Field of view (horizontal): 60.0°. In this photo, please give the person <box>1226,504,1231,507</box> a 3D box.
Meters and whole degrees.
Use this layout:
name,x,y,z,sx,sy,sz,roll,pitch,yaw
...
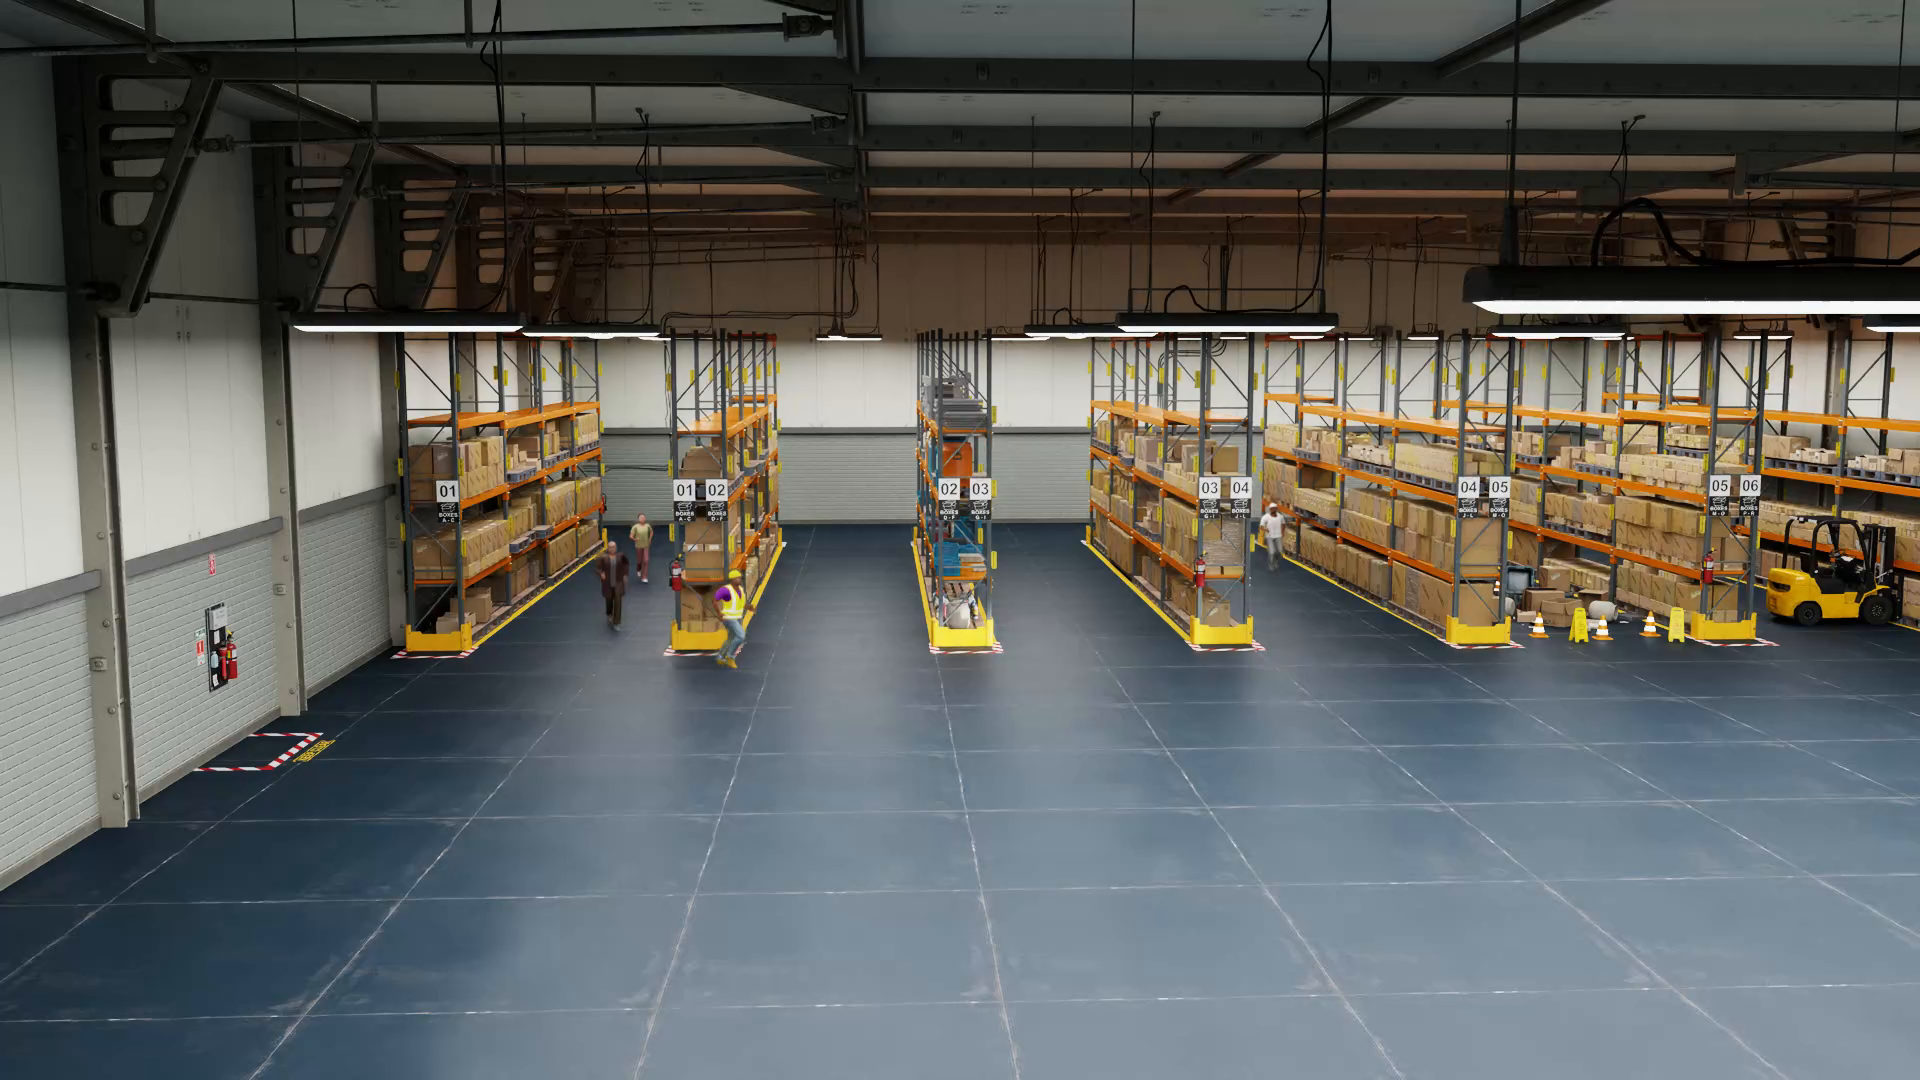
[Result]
name,x,y,z,sx,sy,sz,roll,pitch,yaw
person,7.673,-0.820,48.005,0.689,1.720,0.661,5,9,38

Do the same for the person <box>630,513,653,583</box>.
name,x,y,z,sx,sy,sz,roll,pitch,yaw
person,-7.647,0.170,40.027,0.590,1.644,0.880,-2,7,-20

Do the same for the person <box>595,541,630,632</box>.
name,x,y,z,sx,sy,sz,roll,pitch,yaw
person,-6.990,0.896,33.475,0.690,1.771,1.042,-2,7,-13

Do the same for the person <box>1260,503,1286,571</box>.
name,x,y,z,sx,sy,sz,roll,pitch,yaw
person,7.903,-0.069,41.830,0.688,1.720,0.582,0,7,-3

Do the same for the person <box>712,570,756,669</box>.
name,x,y,z,sx,sy,sz,roll,pitch,yaw
person,-4.010,1.398,29.451,0.783,1.747,0.643,3,7,24
